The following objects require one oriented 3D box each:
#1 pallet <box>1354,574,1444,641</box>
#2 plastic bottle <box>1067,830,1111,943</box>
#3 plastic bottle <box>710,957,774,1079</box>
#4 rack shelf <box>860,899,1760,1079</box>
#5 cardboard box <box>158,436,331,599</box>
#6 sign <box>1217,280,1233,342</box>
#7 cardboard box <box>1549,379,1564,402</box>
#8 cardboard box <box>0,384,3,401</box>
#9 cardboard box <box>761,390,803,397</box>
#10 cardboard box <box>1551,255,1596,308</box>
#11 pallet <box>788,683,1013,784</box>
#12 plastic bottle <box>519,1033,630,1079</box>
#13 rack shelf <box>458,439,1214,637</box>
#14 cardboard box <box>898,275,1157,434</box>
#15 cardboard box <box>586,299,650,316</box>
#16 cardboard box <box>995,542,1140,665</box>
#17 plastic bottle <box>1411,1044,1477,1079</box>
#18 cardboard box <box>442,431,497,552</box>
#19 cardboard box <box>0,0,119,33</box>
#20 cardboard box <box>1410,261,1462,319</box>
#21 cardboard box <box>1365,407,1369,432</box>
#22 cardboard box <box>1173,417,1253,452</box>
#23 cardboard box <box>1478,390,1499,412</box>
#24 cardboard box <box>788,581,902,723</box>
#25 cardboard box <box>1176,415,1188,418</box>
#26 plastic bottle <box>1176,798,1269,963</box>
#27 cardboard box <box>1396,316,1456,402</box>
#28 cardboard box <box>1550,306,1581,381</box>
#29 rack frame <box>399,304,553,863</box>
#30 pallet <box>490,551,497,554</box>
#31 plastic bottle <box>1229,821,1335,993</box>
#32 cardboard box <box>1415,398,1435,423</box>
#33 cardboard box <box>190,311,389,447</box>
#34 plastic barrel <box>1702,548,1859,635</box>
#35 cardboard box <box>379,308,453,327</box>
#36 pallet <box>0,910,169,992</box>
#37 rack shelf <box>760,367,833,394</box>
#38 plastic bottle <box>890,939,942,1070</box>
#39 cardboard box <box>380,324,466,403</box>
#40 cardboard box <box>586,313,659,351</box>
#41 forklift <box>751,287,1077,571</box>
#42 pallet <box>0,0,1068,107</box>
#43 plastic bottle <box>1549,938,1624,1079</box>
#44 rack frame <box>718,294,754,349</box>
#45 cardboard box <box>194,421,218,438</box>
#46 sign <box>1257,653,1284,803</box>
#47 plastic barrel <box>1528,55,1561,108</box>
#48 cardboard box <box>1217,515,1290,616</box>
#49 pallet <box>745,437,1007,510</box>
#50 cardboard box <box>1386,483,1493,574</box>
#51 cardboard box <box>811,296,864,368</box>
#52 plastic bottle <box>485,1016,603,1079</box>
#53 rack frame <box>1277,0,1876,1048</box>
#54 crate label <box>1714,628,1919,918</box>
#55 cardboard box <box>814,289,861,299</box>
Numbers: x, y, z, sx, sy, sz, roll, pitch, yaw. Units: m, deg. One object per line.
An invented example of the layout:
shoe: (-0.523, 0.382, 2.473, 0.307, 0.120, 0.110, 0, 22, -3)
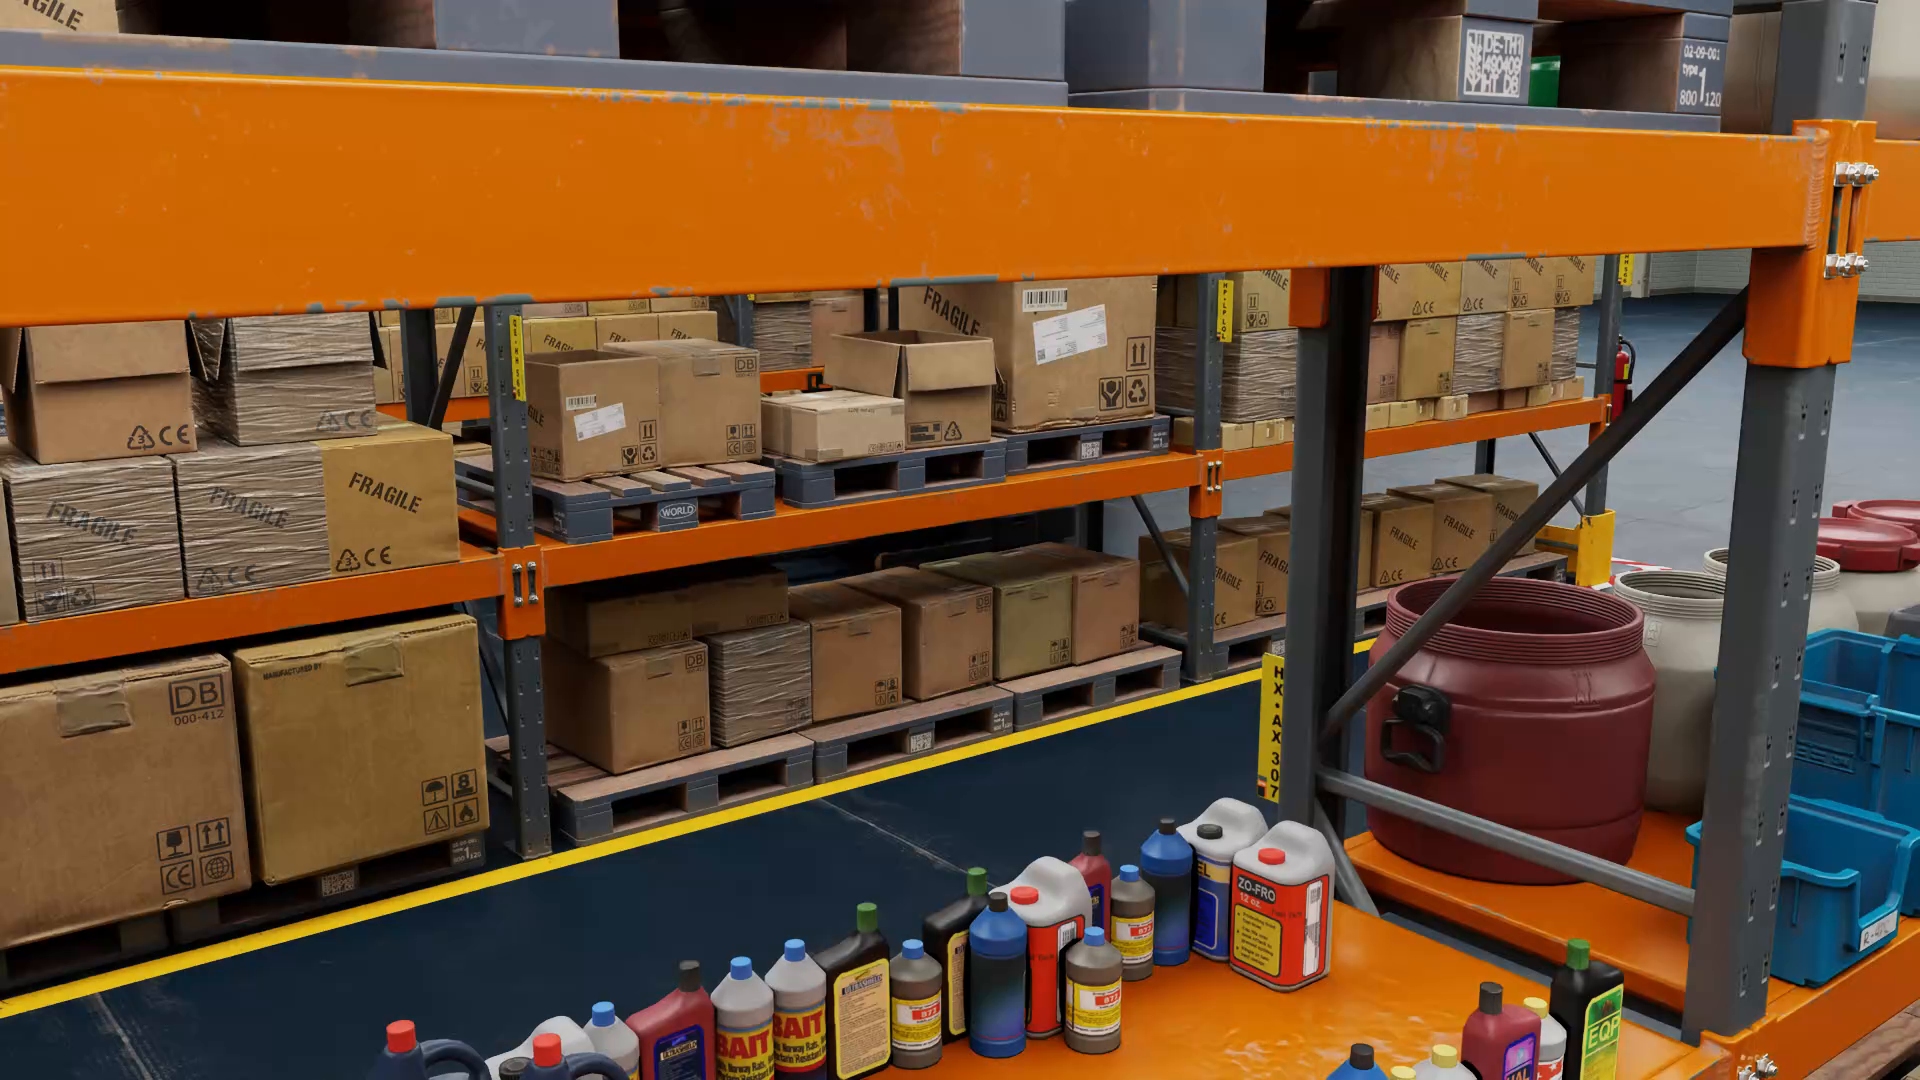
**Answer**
pallet: (2.520, 0.368, 10.888, 1.213, 0.211, 1.003, -9, 15, -38)
plastic bottle: (0.210, 0.674, 3.013, 0.133, 0.283, 0.061, -9, 15, -38)
plastic bottle: (-0.334, 0.775, 2.565, 0.097, 0.271, 0.097, 0, 12, 0)
rack shelf: (-0.527, 1.190, 2.037, 4.000, 0.370, 1.077, -9, 15, -38)
cardboard box: (-2.683, -0.106, 6.166, 0.500, 0.500, 0.500, -10, 15, -38)
sign: (1.414, -1.221, 8.870, 0.005, 0.325, 0.100, -9, 15, -38)
cardboard box: (3.898, -1.038, 11.398, 0.250, 0.149, 0.380, -9, 15, -38)
cardboard box: (-5.573, -0.921, 9.840, 0.250, 0.149, 0.380, -9, 15, -37)
cardboard box: (-0.926, -0.625, 8.163, 0.258, 0.266, 0.396, -10, 16, -39)
cardboard box: (3.912, -1.835, 11.186, 0.500, 0.500, 0.500, -9, 15, -38)
pallet: (-0.496, 0.880, 8.475, 1.213, 0.211, 1.003, -9, 15, -38)
plastic bottle: (-0.515, 0.813, 2.196, 0.185, 0.351, 0.144, -9, 15, -38)
rack shelf: (-0.498, -0.133, 8.264, 4.000, 0.370, 1.077, -9, 15, -38)
cardboard box: (0.356, -1.163, 8.927, 1.000, 1.000, 1.000, -9, 15, -37)
cardboard box: (-2.740, -1.967, 12.524, 0.500, 0.500, 0.700, -10, 15, -39)
cardboard box: (0.571, 0.340, 9.267, 0.500, 0.500, 0.700, -11, 16, -42)
plastic bottle: (0.704, 0.839, 2.434, 0.097, 0.201, 0.097, 0, 12, 0)
cardboard box: (-3.867, -0.326, 11.848, 0.750, 0.750, 1.050, -9, 15, -37)
cardboard box: (-3.110, -1.730, 5.580, 0.500, 0.500, 0.500, -8, 15, -35)
cardboard box: (2.738, -1.641, 10.273, 0.500, 0.500, 0.500, -9, 15, -38)
cardboard box: (2.211, -0.727, 9.938, 0.250, 0.149, 0.380, -9, 15, -38)
cardboard box: (1.420, -0.600, 9.340, 0.250, 0.149, 0.380, -9, 15, -38)
cardboard box: (3.309, -0.941, 10.944, 0.250, 0.149, 0.380, -9, 15, -38)
cardboard box: (-0.685, 0.543, 8.307, 0.500, 0.500, 0.700, -8, 14, -33)
cardboard box: (1.250, -0.728, 9.939, 0.250, 0.149, 0.380, -9, 15, -38)
plastic bottle: (0.495, 0.643, 3.180, 0.135, 0.276, 0.152, -9, 15, -38)
cardboard box: (2.610, -1.186, 10.533, 0.500, 0.500, 0.875, -9, 15, -38)
cardboard box: (3.741, -1.391, 11.500, 0.500, 0.500, 0.875, -9, 15, -38)
rack frame: (-2.059, -0.225, 6.968, 0.127, 3.000, 1.000, -9, 15, -38)
pallet: (-3.464, 0.074, 12.273, 1.213, 0.211, 1.003, -9, 15, -38)
plastic bottle: (0.590, 0.667, 3.063, 0.135, 0.276, 0.152, -9, 15, -38)
cardboard box: (2.750, -0.837, 10.454, 0.250, 0.149, 0.380, -9, 15, -38)
cardboard box: (-2.640, -0.673, 6.419, 0.637, 0.503, 0.797, -9, 15, -36)
plastic barrel: (2.034, 0.301, 4.222, 0.421, 0.512, 0.421, 0, 12, 0)
cardboard box: (-3.929, -1.770, 11.596, 0.500, 0.500, 0.700, -10, 15, -39)
pallet: (-3.674, 1.386, 6.091, 1.213, 0.211, 1.003, -9, 15, -38)
rack shelf: (-0.394, -1.469, 14.559, 4.000, 0.370, 1.077, -9, 15, -38)
plastic bottle: (-0.078, 0.767, 2.773, 0.097, 0.201, 0.097, 0, 12, 0)
cardboard box: (-3.770, -1.238, 11.496, 0.500, 0.500, 0.500, -9, 15, -38)
cardboard box: (-2.590, -1.434, 12.420, 0.500, 0.500, 0.500, -10, 15, -38)
forklift: (-0.587, -1.307, 12.227, 3.031, 2.935, 1.130, -8, 15, -35)
pallet: (-0.654, -0.543, 1.697, 1.213, 0.211, 1.003, -9, 15, -38)
plastic bottle: (0.986, 0.757, 2.623, 0.133, 0.283, 0.061, -9, 15, -38)
rack frame: (-1.955, -1.562, 13.262, 0.127, 3.000, 1.000, -9, 15, -38)
cardboard box: (-3.010, -0.188, 6.551, 0.500, 0.500, 0.500, -10, 16, -39)
sign: (0.686, 0.410, 3.583, 0.005, 0.325, 0.100, -9, 15, -38)
plastic barrel: (1.196, -0.853, 3.079, 0.294, 0.245, 0.294, 0, 12, 0)
cardboard box: (1.844, 0.152, 10.198, 0.500, 0.500, 0.500, -4, 13, -20)
pallet: (-0.539, -0.395, 8.228, 1.213, 0.211, 1.003, -9, 15, -38)
cardboard box: (3.244, -0.084, 11.312, 0.500, 0.500, 0.500, -5, 13, -23)
cardboard box: (-1.260, -1.760, 13.835, 0.550, 0.550, 0.875, -9, 15, -38)
plastic bottle: (-0.588, 0.823, 2.332, 0.135, 0.276, 0.152, -9, 15, -38)
rack frame: (1.035, 0.578, 3.184, 0.127, 3.000, 1.000, -9, 15, -38)
crate label: (1.980, 0.476, 3.581, 0.616, 0.435, 0.502, -9, 15, -38)
cardboard box: (-1.289, -2.296, 13.759, 0.550, 0.550, 0.875, -9, 15, -38)
